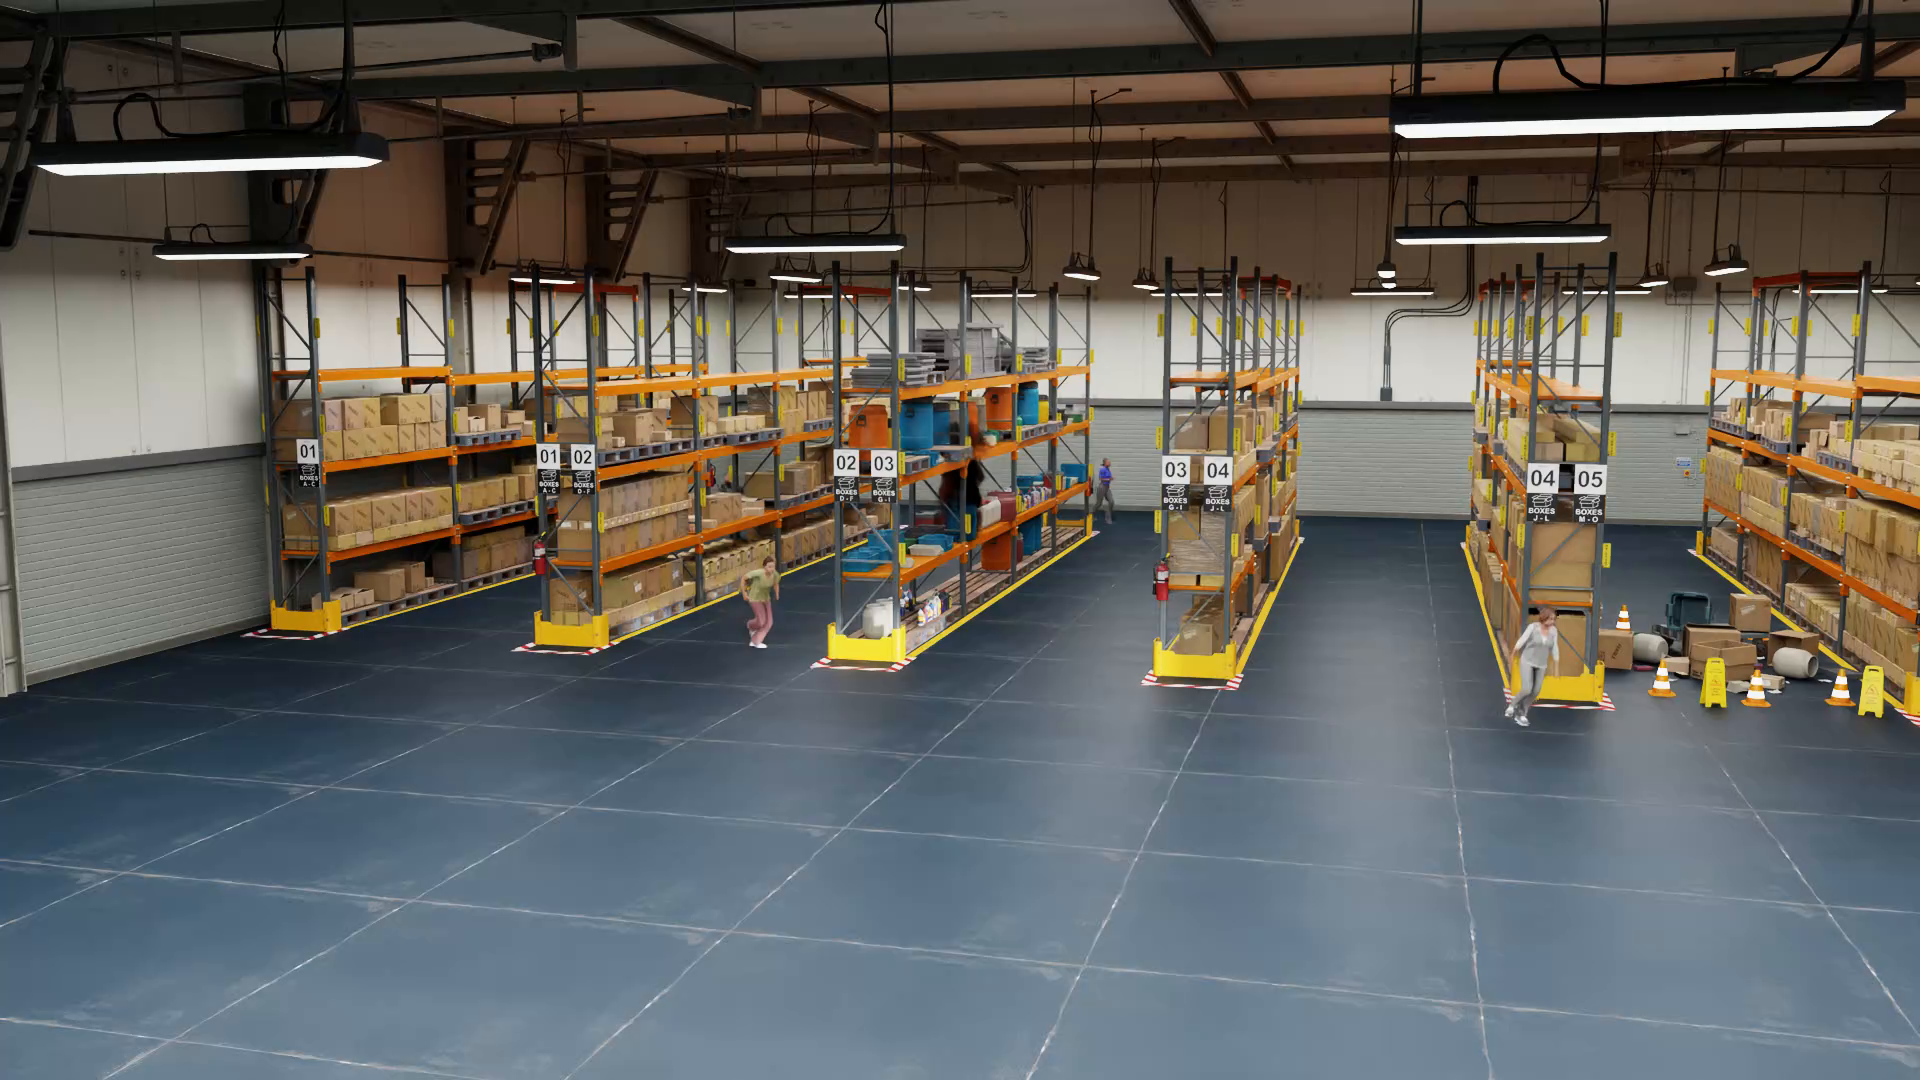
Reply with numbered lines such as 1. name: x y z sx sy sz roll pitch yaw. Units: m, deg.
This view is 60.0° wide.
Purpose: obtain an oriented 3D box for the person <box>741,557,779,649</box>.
1. person: -3.133 0.969 25.945 0.600 1.480 0.777 -5 9 -37

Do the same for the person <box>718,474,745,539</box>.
1. person: -5.346 -0.747 38.916 0.661 1.636 0.935 0 7 3

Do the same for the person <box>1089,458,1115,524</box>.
1. person: 3.714 -1.251 43.023 0.761 1.709 0.588 5 9 34

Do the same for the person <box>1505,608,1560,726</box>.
1. person: 7.229 1.655 20.971 0.556 1.426 0.548 -1 7 -10
